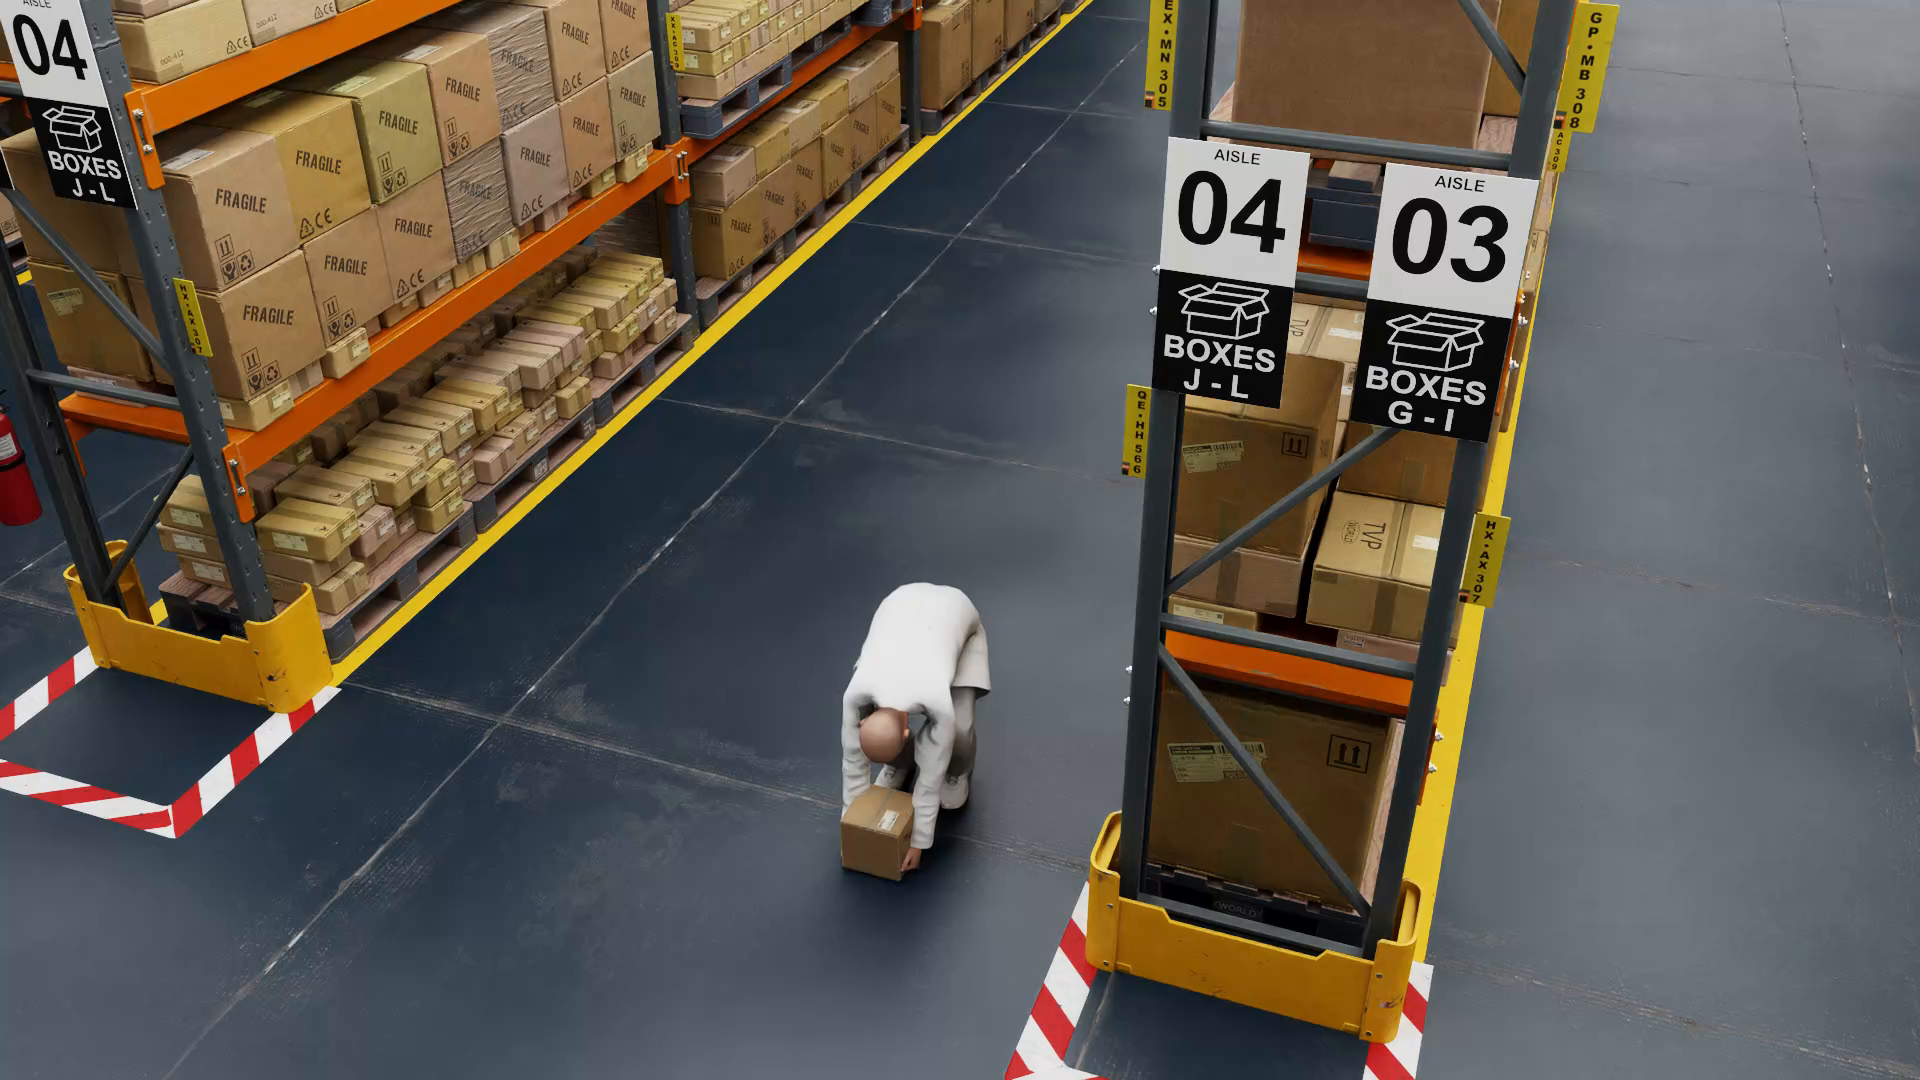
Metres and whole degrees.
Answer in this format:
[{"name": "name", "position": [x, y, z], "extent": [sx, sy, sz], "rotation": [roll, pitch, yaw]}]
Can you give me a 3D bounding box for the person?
[{"name": "person", "position": [-0.192, 0.726, 6.805], "extent": [0.591, 0.943, 0.947], "rotation": [9, 34, 13]}]
